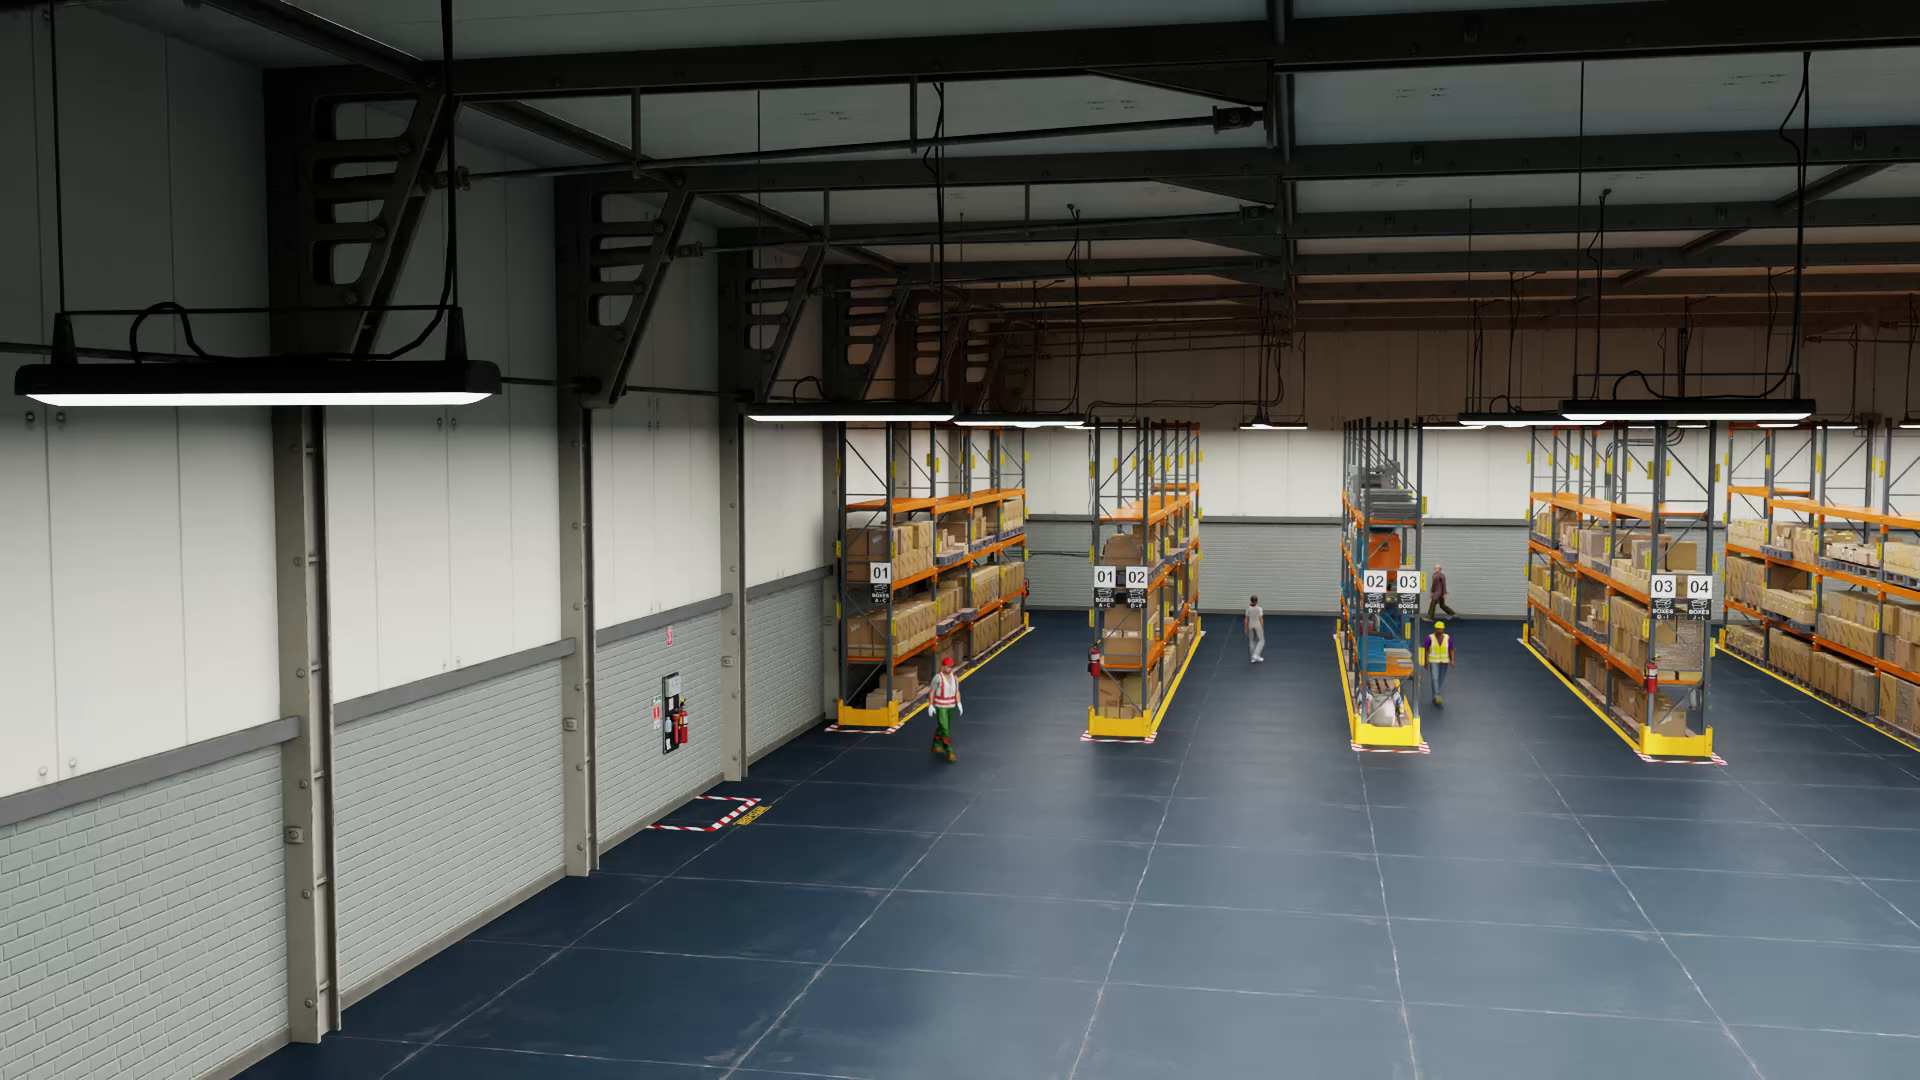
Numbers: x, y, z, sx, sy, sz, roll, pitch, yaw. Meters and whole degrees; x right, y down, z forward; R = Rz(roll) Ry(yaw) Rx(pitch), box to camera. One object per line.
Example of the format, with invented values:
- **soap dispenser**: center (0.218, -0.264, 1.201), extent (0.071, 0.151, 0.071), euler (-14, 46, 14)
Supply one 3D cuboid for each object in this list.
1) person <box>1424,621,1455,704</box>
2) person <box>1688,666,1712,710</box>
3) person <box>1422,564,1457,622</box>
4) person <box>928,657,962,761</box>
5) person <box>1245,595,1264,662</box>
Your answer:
- **person**: center (10.101, 2.573, 34.990), extent (0.588, 1.710, 1.044), euler (0, 4, 3)
- **person**: center (15.175, 2.680, 34.202), extent (0.541, 1.662, 0.513), euler (1, 4, 14)
- **person**: center (14.429, 1.599, 50.110), extent (1.068, 1.736, 0.578), euler (0, 4, 1)
- **person**: center (-0.230, 2.928, 29.188), extent (0.560, 1.741, 0.941), euler (-3, 5, -43)
- **person**: center (7.324, 2.221, 41.348), extent (0.501, 1.651, 0.531), euler (1, 4, 21)
